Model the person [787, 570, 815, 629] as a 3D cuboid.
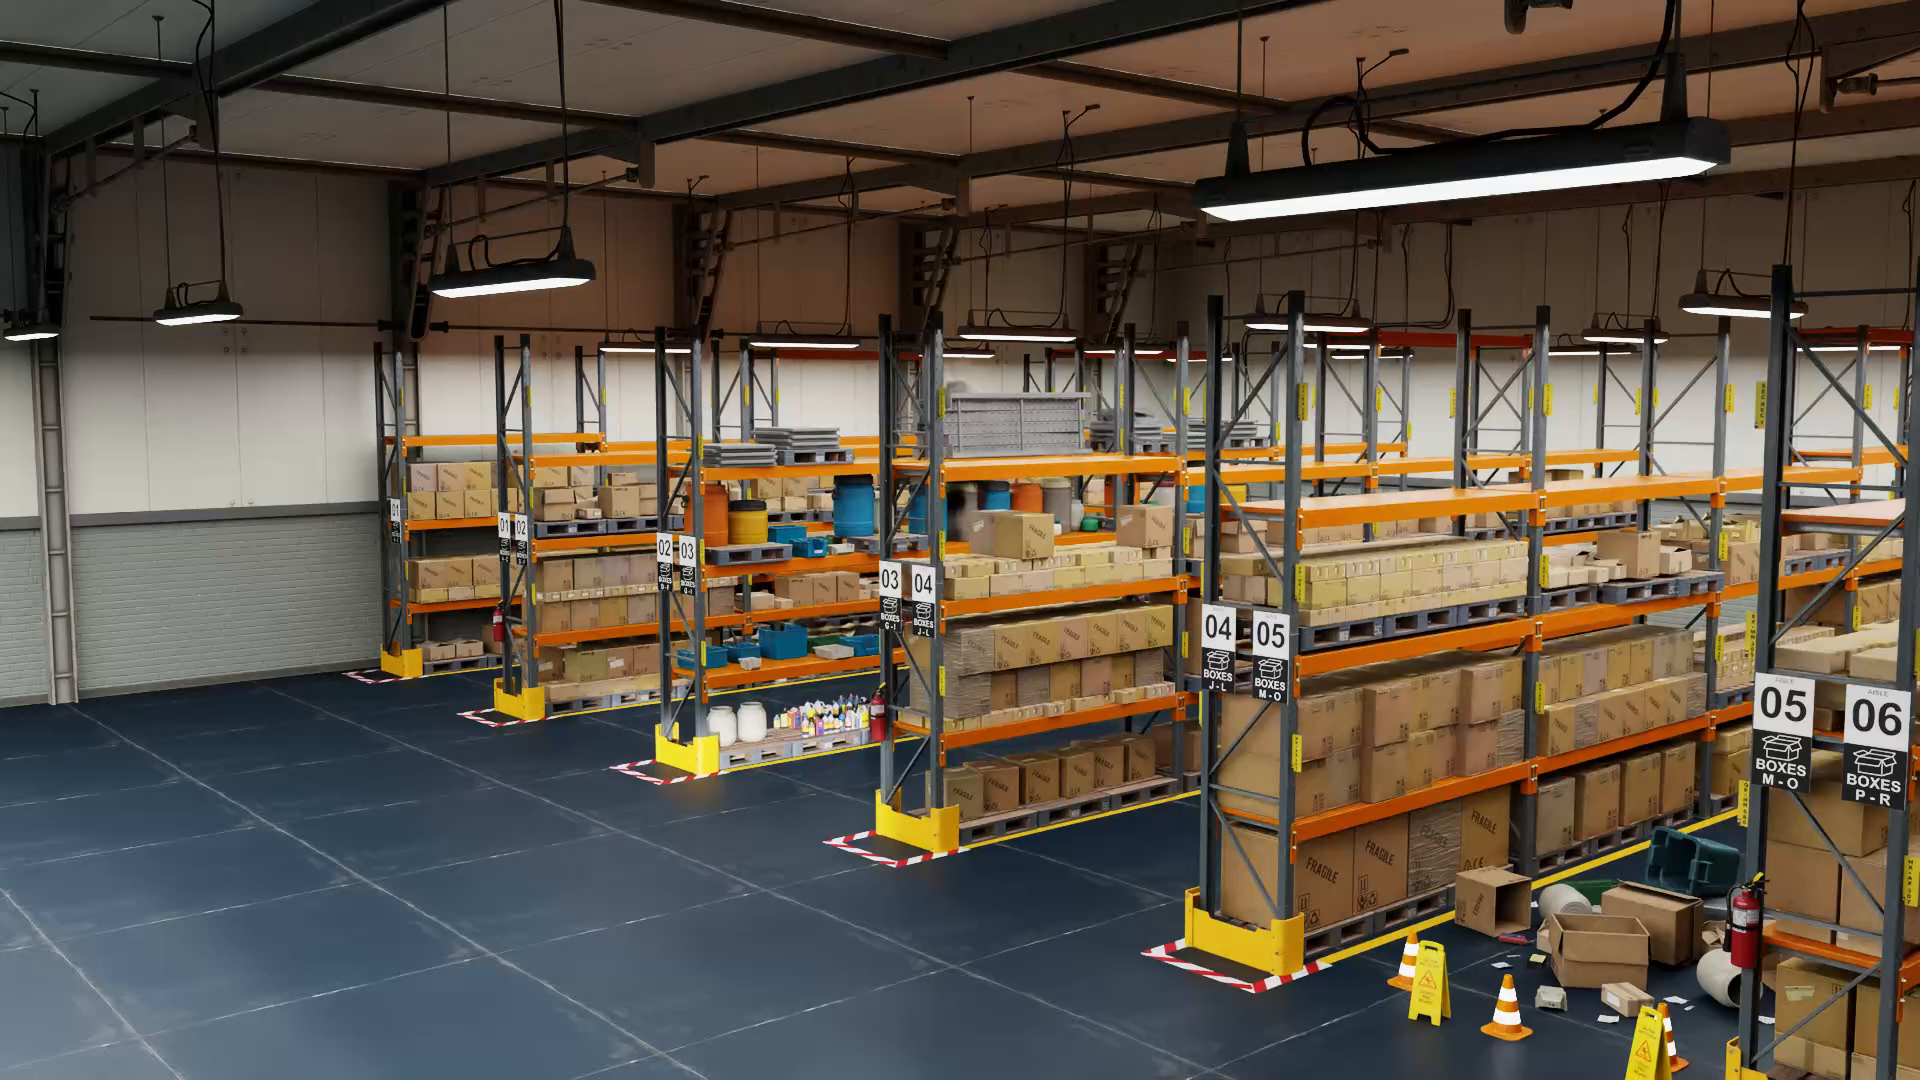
[{"bbox_3d":[-2.983,1.420,31.866,0.663,1.745,0.963,5,7,44],"label":"person"}]
